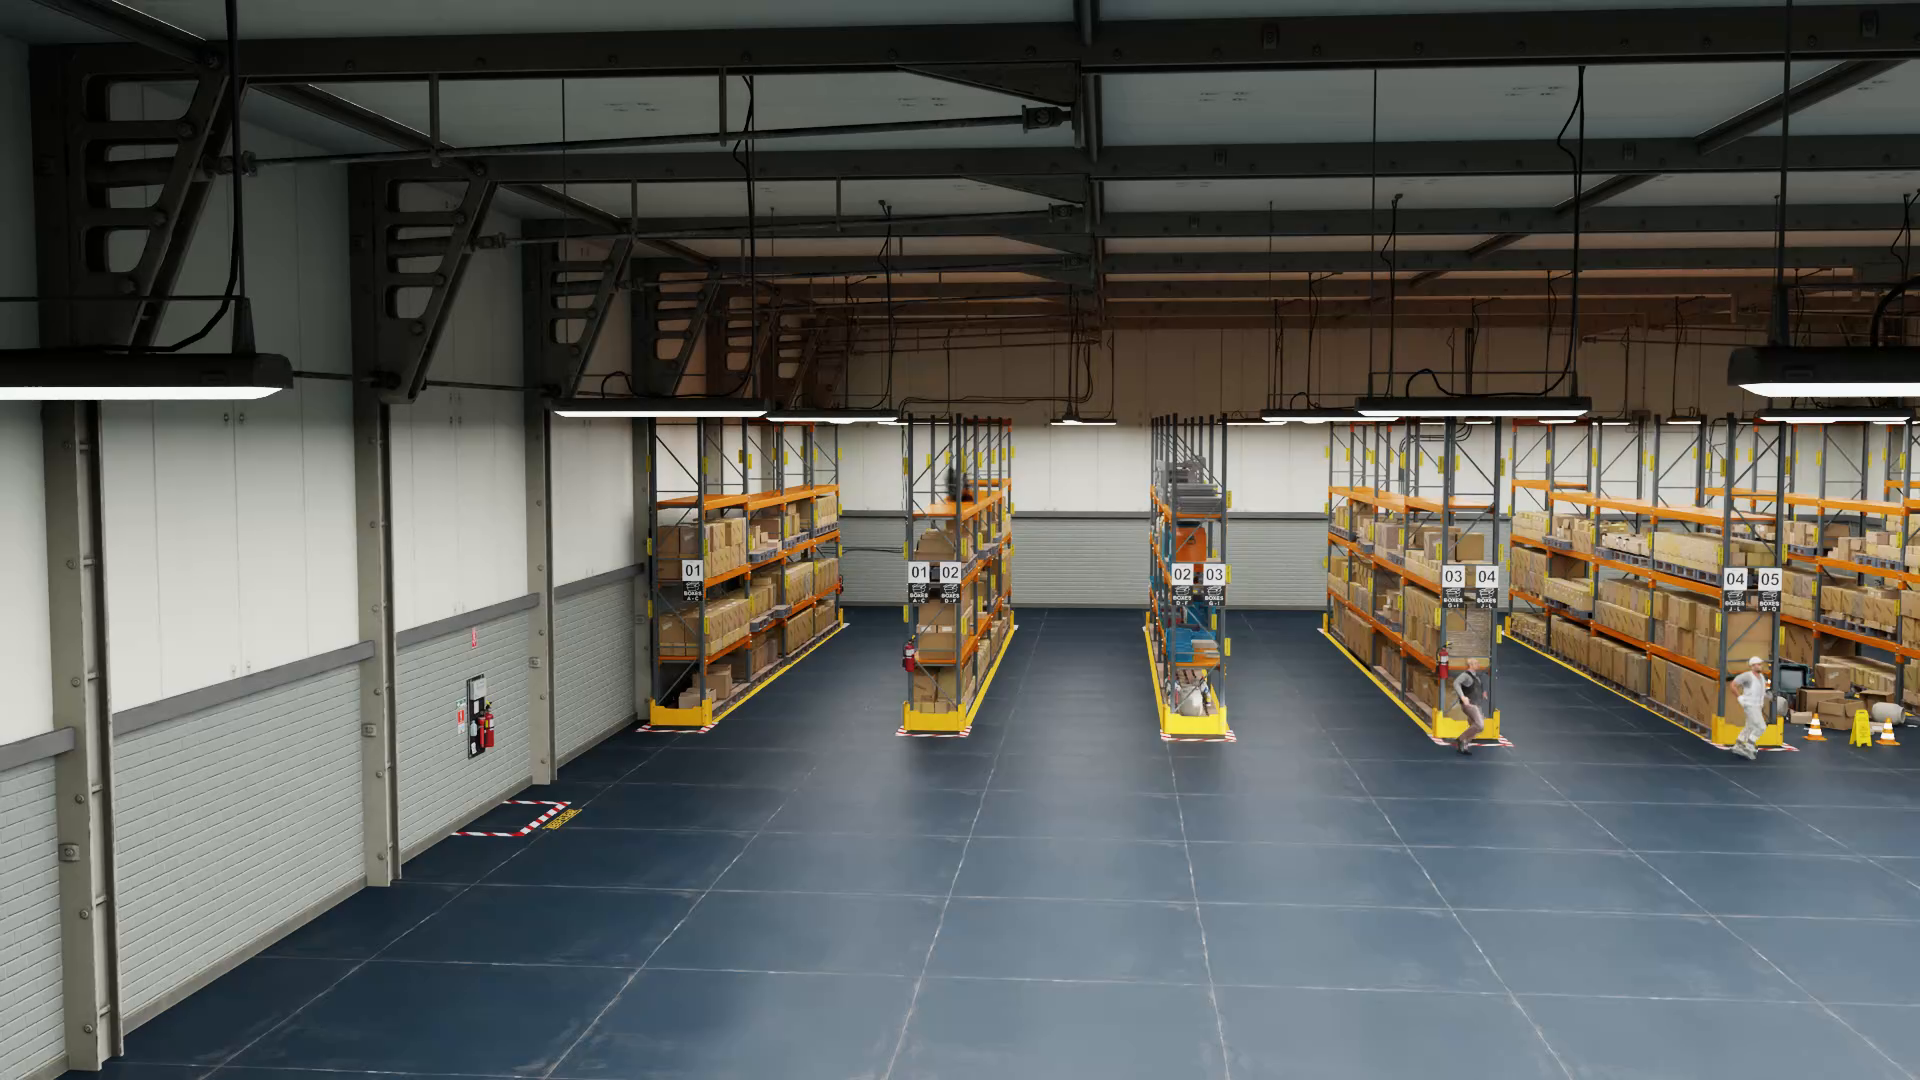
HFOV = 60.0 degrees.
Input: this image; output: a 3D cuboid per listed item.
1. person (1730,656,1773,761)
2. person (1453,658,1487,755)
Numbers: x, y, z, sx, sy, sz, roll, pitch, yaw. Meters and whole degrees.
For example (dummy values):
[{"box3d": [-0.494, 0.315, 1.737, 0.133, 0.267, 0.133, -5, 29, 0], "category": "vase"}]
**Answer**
[{"box3d": [13.681, 2.906, 28.706, 0.647, 1.805, 0.678, -3, 5, -34], "category": "person"}, {"box3d": [9.019, 2.923, 29.232, 0.523, 1.679, 0.694, 3, 5, 37], "category": "person"}]
